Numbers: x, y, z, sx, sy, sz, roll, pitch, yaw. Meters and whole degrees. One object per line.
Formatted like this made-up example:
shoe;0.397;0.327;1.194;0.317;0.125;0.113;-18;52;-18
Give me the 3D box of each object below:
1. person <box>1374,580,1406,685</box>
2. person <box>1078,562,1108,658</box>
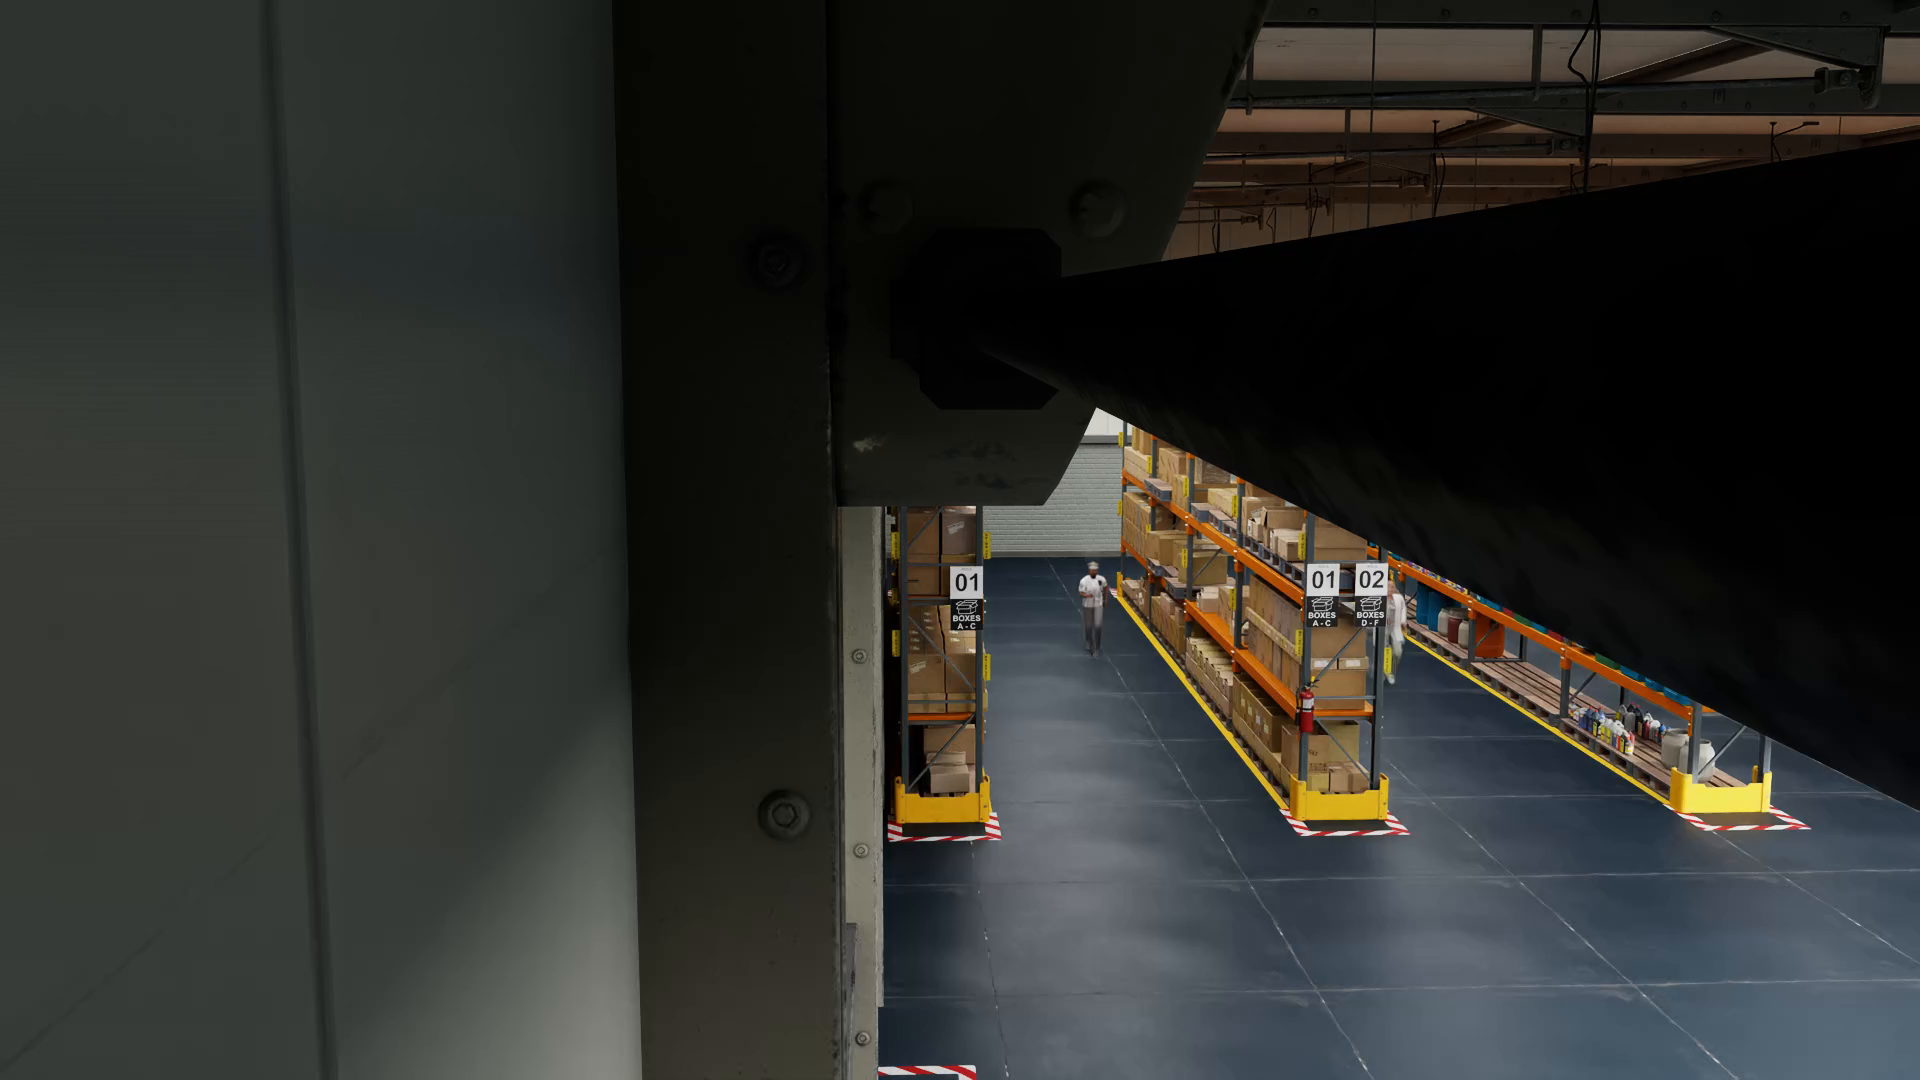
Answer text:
person;7.186;1.552;27.868;0.685;1.780;0.846;0;8;-3
person;2.425;1.249;30.275;0.545;1.749;0.848;1;8;4
